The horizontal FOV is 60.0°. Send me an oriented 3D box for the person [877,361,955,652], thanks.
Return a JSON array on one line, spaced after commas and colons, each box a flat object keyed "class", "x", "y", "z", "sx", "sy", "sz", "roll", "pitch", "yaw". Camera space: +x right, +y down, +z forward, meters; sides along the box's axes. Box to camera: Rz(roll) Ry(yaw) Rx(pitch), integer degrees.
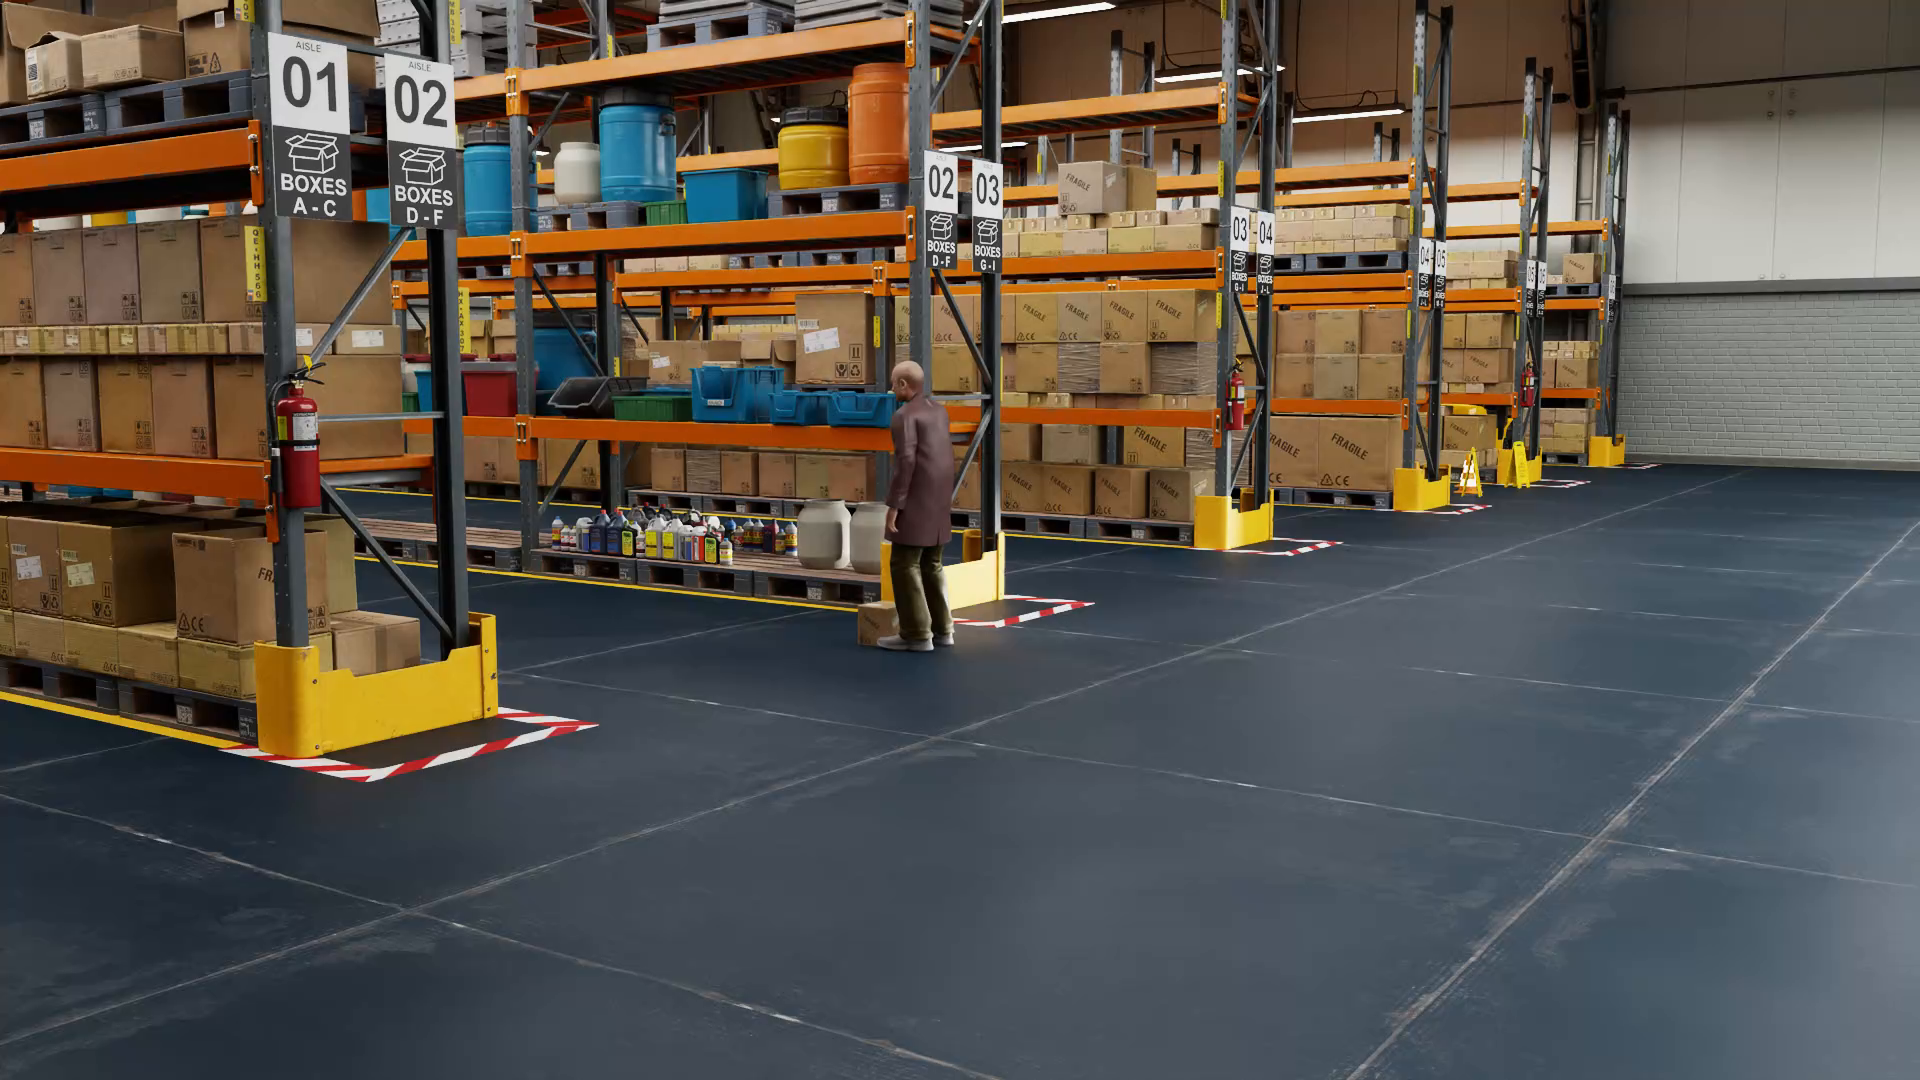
[{"class": "person", "x": -0.264, "y": -0.212, "z": 10.230, "sx": 0.429, "sy": 1.772, "sz": 0.649, "roll": 4, "pitch": 7, "yaw": 30}]
